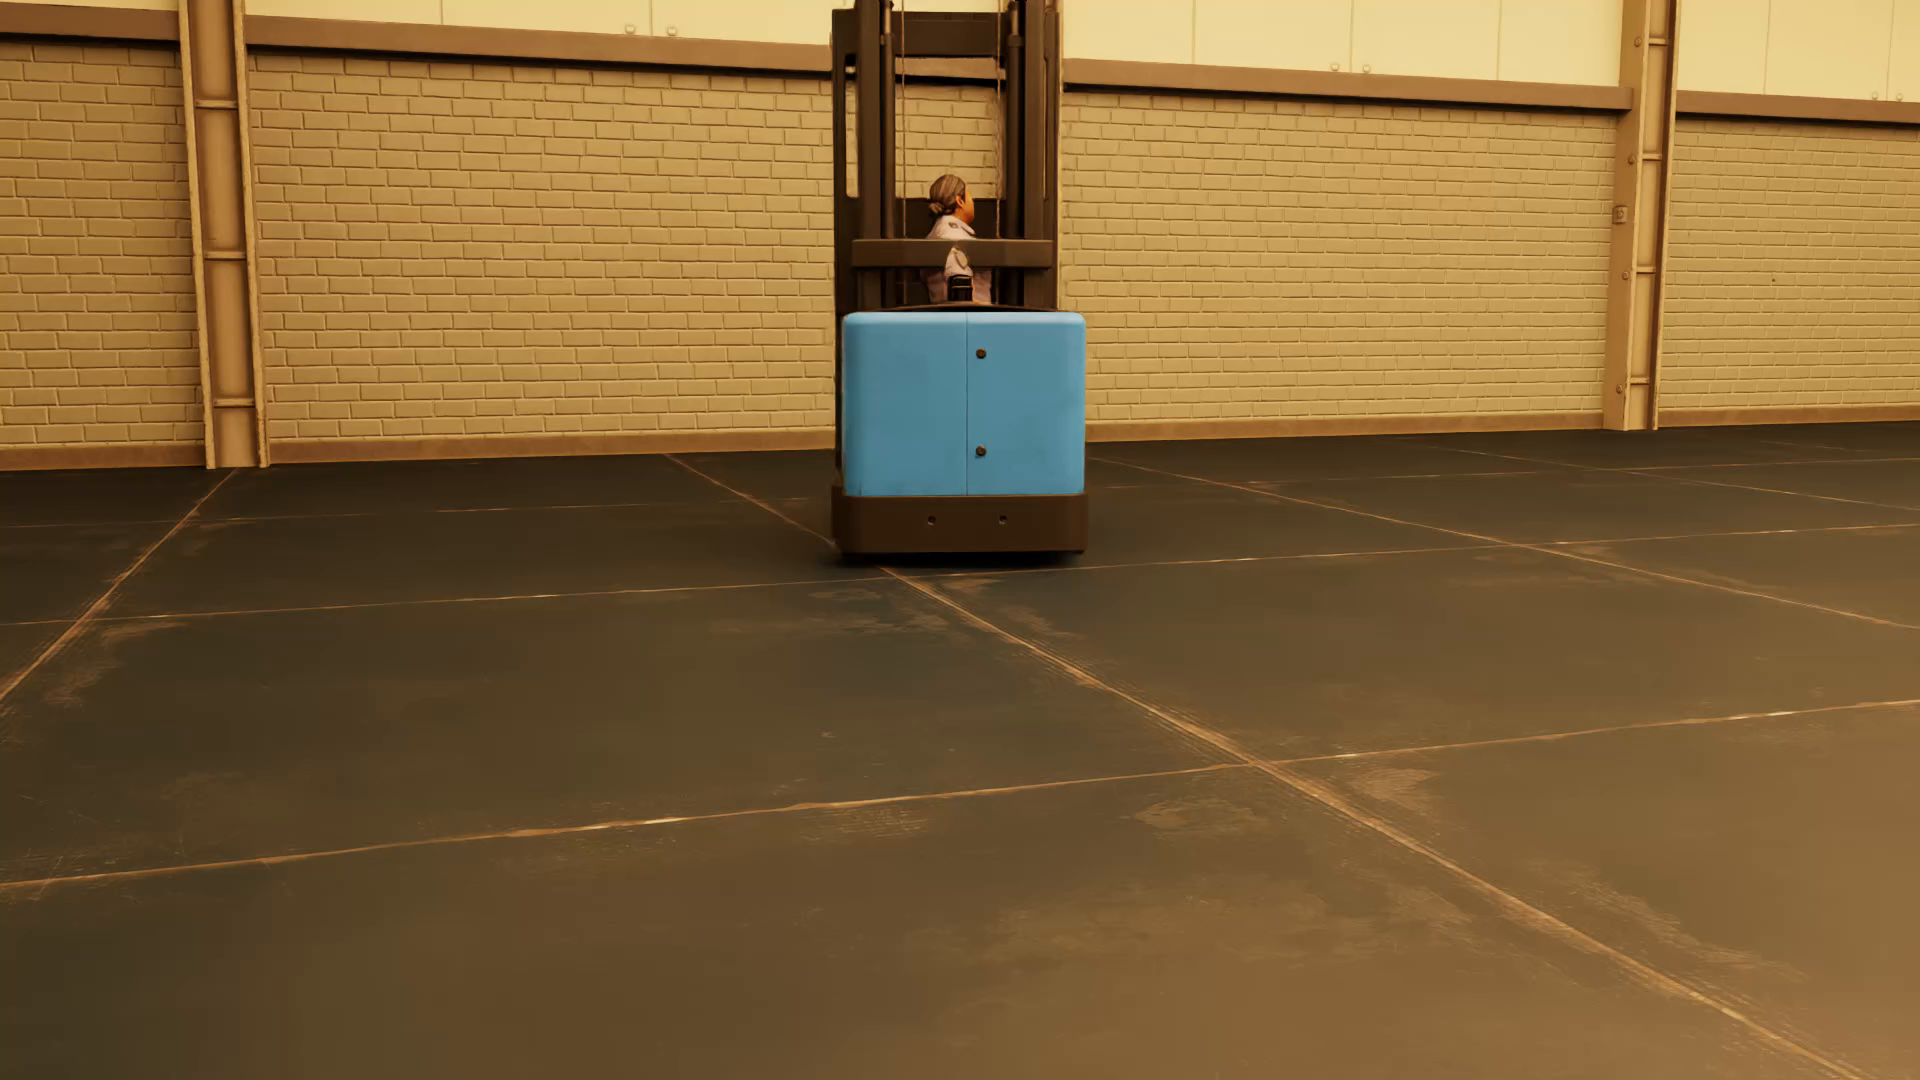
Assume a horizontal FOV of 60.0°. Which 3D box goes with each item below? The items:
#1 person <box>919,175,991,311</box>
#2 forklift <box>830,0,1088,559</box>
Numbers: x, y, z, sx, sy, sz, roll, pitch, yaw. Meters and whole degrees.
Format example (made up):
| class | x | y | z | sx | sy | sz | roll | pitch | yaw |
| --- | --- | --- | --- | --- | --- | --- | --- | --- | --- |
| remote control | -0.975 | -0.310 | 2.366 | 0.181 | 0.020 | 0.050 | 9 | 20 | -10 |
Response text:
| class | x | y | z | sx | sy | sz | roll | pitch | yaw |
| --- | --- | --- | --- | --- | --- | --- | --- | --- | --- |
| person | 0.094 | -0.869 | 7.813 | 0.502 | 1.642 | 0.598 | -3 | 8 | -18 |
| forklift | -0.091 | -1.532 | 8.315 | 1.130 | 2.935 | 3.031 | -1 | 8 | -5 |
